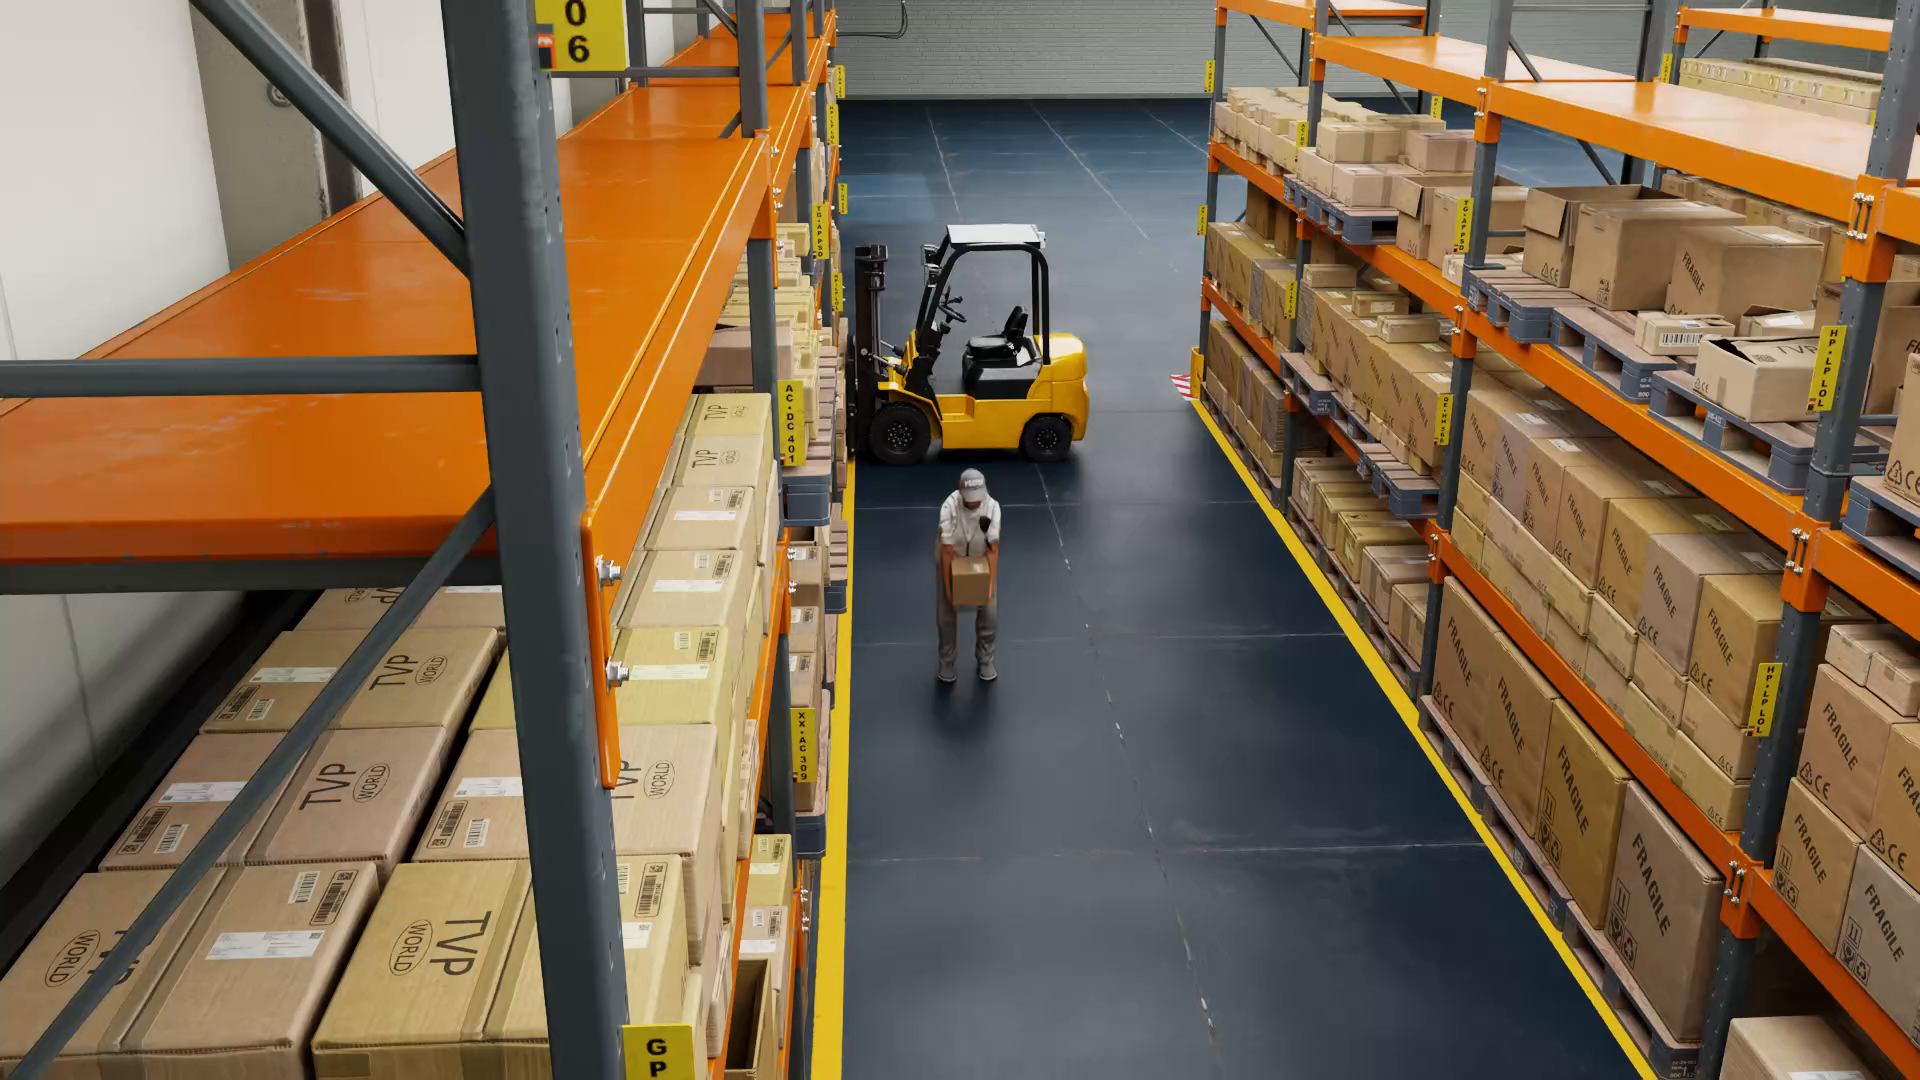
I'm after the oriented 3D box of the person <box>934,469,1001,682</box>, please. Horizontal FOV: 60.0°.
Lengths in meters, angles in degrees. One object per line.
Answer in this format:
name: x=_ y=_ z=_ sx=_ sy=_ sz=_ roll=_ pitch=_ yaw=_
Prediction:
person: x=0.059 y=0.229 z=11.396 sx=0.452 sy=1.595 sz=0.652 roll=-1 pitch=21 yaw=-4
